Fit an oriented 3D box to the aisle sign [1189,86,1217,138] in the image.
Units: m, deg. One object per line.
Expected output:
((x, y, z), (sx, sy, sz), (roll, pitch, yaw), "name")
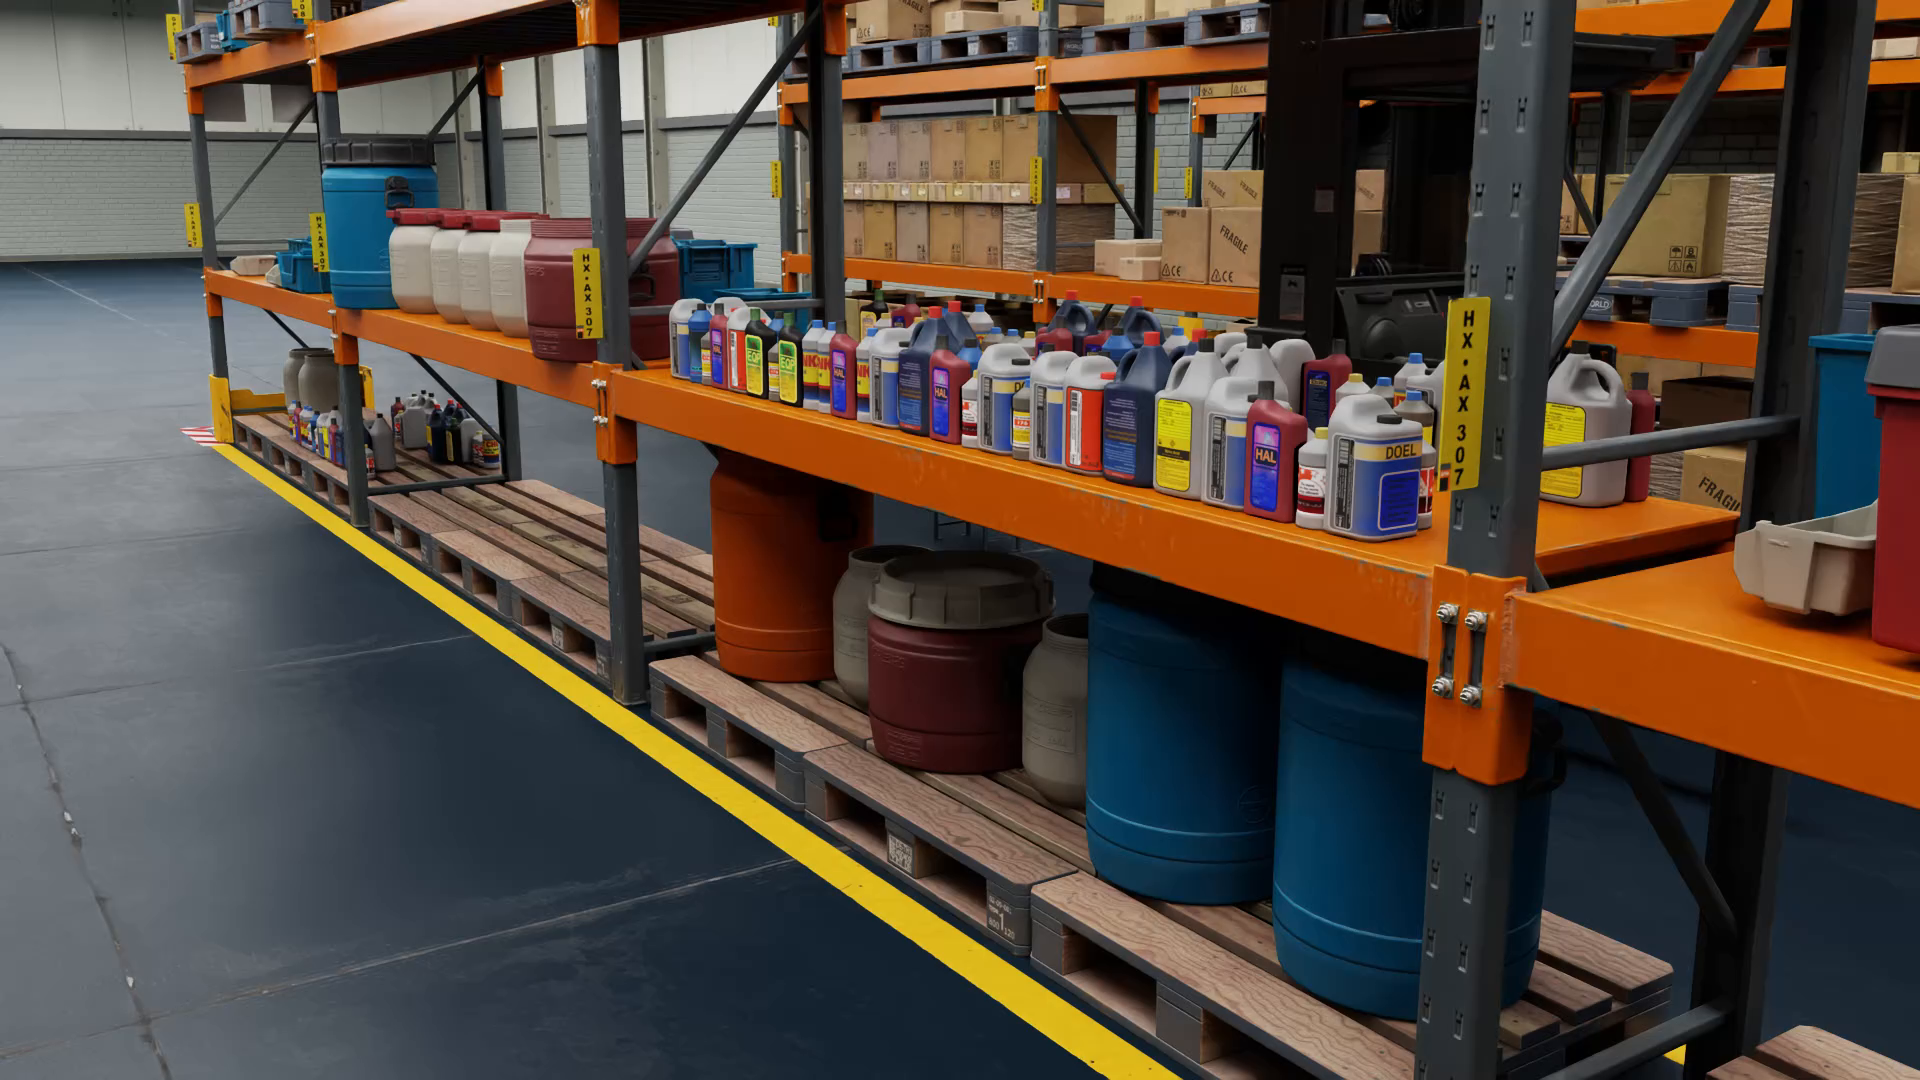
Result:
((2.621, -4.729, 17.881), (0.394, 0.787, 0.004), (-8, 15, -33), "aisle sign")

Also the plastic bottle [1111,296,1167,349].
((0.538, -0.548, 4.961), (0.144, 0.351, 0.185), (-8, 15, -33), "plastic bottle")

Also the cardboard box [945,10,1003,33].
((0.109, -3.982, 12.805), (0.380, 0.149, 0.250), (-8, 15, -33), "cardboard box")

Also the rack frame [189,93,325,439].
((-5.337, -2.309, 12.900), (1.000, 3.000, 0.127), (-8, 15, -33), "rack frame")

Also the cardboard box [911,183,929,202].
((-0.176, -2.845, 13.598), (0.380, 0.149, 0.250), (-8, 14, -31), "cardboard box")

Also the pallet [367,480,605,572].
((-2.653, -0.101, 9.327), (1.003, 0.211, 1.213), (-8, 15, -33), "pallet")

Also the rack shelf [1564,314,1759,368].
((4.329, -0.765, 7.522), (1.077, 0.370, 4.000), (-8, 15, -33), "rack shelf")

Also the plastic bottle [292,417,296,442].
((-4.534, -0.779, 11.425), (0.097, 0.201, 0.097), (0, 12, 0), "plastic bottle")

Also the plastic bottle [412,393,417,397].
((-3.874, -0.904, 11.802), (0.061, 0.283, 0.133), (-8, 14, -31), "plastic bottle")

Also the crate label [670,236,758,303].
((-1.230, -1.112, 7.345), (0.502, 0.435, 0.616), (-8, 15, -33), "crate label")

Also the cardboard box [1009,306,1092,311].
((0.725, -1.619, 13.443), (0.500, 0.500, 0.500), (-8, 15, -33), "cardboard box")

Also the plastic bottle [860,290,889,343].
((-0.325, -0.808, 6.308), (0.061, 0.283, 0.133), (-8, 15, -33), "plastic bottle")

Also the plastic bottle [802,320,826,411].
((-0.434, -0.537, 5.099), (0.097, 0.271, 0.097), (0, 12, 0), "plastic bottle")

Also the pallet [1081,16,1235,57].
((1.505, -3.400, 11.315), (0.805, 0.209, 1.217), (-9, 15, -35), "pallet")

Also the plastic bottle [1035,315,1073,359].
((0.290, -0.555, 5.151), (0.061, 0.283, 0.133), (-8, 15, -33), "plastic bottle")

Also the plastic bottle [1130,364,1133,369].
((0.436, -0.317, 4.090), (0.097, 0.271, 0.097), (0, 12, 0), "plastic bottle")

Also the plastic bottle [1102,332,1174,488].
((0.428, -0.309, 3.867), (0.144, 0.351, 0.185), (-8, 15, -33), "plastic bottle")

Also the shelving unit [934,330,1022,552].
((0.092, -0.557, 9.099), (0.258, 1.200, 0.503), (-8, 15, -33), "shelving unit")

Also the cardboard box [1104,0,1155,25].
((1.338, -3.670, 11.470), (0.500, 0.250, 0.500), (-6, 14, -27), "cardboard box")

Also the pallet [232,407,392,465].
((-4.810, -0.794, 12.498), (1.003, 0.211, 1.213), (-8, 15, -33), "pallet")

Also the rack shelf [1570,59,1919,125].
((6.235, -3.529, 13.139), (1.077, 0.370, 4.000), (-8, 15, -33), "rack shelf")

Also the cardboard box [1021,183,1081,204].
((0.676, -2.572, 12.350), (0.380, 0.149, 0.250), (-8, 15, -33), "cardboard box")

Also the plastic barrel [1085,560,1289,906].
((0.632, 0.420, 4.348), (0.600, 0.901, 0.708), (-8, 15, -33), "plastic barrel")

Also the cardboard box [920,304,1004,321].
((0.019, -1.647, 13.570), (0.500, 0.500, 0.500), (-8, 15, -33), "cardboard box")

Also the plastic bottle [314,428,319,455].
((-4.178, -0.665, 10.901), (0.097, 0.201, 0.097), (0, 12, 0), "plastic bottle")

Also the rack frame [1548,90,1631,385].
((3.221, -1.472, 9.072), (1.000, 3.000, 0.127), (-8, 15, -33), "rack frame")

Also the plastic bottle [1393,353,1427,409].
((1.128, -0.329, 4.144), (0.097, 0.271, 0.097), (0, 12, 0), "plastic bottle")

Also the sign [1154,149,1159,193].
((1.451, -2.776, 12.512), (0.100, 0.325, 0.005), (-8, 15, -33), "sign")

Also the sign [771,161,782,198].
((-1.677, -3.292, 15.182), (0.100, 0.325, 0.005), (-8, 15, -33), "sign")

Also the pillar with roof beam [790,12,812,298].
((-6.214, -8.015, 24.950), (9.100, 9.000, 0.400), (-8, 15, -33), "pillar with roof beam")

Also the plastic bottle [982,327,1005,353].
((0.121, -0.618, 5.630), (0.097, 0.201, 0.097), (0, 12, 0), "plastic bottle")

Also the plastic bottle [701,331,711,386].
((-0.838, -0.633, 5.700), (0.097, 0.201, 0.097), (0, 12, 0), "plastic bottle")

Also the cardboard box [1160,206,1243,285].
((1.709, -2.000, 11.253), (0.500, 0.500, 0.500), (-7, 14, -29), "cardboard box")

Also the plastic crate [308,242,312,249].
((-4.455, -2.067, 12.140), (0.499, 0.251, 0.408), (-8, 15, -33), "plastic crate")

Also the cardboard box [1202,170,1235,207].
((2.925, -3.664, 17.645), (0.500, 0.500, 0.500), (-8, 15, -33), "cardboard box")

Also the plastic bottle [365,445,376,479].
((-3.581, -0.473, 10.025), (0.097, 0.201, 0.097), (0, 12, 0), "plastic bottle")

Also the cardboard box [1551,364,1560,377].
((5.548, -1.635, 14.640), (0.700, 0.500, 0.500), (-8, 14, -31), "cardboard box")

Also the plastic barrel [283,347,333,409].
((-4.909, -1.191, 12.627), (0.421, 0.512, 0.421), (0, 12, 0), "plastic barrel")

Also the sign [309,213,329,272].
((-3.585, -1.670, 9.329), (0.100, 0.325, 0.005), (-8, 15, -33), "sign")

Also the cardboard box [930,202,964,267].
((0.182, -2.493, 13.507), (0.700, 0.500, 0.500), (-8, 15, -32), "cardboard box")

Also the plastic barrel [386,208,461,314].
((-2.773, -1.468, 8.736), (0.433, 0.535, 0.433), (0, 12, 0), "plastic barrel")

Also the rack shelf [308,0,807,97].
((-2.013, -2.356, 7.777), (1.077, 0.370, 4.000), (-8, 15, -33), "rack shelf")

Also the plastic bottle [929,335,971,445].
((-0.027, -0.405, 4.468), (0.061, 0.283, 0.133), (-8, 15, -33), "plastic bottle")

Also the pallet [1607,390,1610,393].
((5.559, -1.270, 14.675), (1.003, 0.211, 1.213), (-8, 15, -33), "pallet")

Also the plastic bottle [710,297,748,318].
((-0.807, -0.729, 5.963), (0.152, 0.276, 0.135), (-8, 15, -33), "plastic bottle")

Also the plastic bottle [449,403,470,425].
((-3.222, -0.711, 10.764), (0.144, 0.351, 0.185), (-8, 14, -31), "plastic bottle")

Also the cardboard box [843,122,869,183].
((-0.638, -3.391, 14.575), (0.700, 0.500, 0.500), (-9, 15, -34), "cardboard box")

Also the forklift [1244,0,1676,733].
((1.947, -0.851, 6.393), (1.130, 2.935, 3.031), (-9, 15, -35), "forklift")

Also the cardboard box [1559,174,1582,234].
((5.380, -2.940, 14.519), (0.700, 0.500, 0.500), (-8, 15, -33), "cardboard box")

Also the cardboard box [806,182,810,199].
((-1.173, -3.165, 15.063), (0.380, 0.149, 0.250), (-8, 15, -33), "cardboard box")
